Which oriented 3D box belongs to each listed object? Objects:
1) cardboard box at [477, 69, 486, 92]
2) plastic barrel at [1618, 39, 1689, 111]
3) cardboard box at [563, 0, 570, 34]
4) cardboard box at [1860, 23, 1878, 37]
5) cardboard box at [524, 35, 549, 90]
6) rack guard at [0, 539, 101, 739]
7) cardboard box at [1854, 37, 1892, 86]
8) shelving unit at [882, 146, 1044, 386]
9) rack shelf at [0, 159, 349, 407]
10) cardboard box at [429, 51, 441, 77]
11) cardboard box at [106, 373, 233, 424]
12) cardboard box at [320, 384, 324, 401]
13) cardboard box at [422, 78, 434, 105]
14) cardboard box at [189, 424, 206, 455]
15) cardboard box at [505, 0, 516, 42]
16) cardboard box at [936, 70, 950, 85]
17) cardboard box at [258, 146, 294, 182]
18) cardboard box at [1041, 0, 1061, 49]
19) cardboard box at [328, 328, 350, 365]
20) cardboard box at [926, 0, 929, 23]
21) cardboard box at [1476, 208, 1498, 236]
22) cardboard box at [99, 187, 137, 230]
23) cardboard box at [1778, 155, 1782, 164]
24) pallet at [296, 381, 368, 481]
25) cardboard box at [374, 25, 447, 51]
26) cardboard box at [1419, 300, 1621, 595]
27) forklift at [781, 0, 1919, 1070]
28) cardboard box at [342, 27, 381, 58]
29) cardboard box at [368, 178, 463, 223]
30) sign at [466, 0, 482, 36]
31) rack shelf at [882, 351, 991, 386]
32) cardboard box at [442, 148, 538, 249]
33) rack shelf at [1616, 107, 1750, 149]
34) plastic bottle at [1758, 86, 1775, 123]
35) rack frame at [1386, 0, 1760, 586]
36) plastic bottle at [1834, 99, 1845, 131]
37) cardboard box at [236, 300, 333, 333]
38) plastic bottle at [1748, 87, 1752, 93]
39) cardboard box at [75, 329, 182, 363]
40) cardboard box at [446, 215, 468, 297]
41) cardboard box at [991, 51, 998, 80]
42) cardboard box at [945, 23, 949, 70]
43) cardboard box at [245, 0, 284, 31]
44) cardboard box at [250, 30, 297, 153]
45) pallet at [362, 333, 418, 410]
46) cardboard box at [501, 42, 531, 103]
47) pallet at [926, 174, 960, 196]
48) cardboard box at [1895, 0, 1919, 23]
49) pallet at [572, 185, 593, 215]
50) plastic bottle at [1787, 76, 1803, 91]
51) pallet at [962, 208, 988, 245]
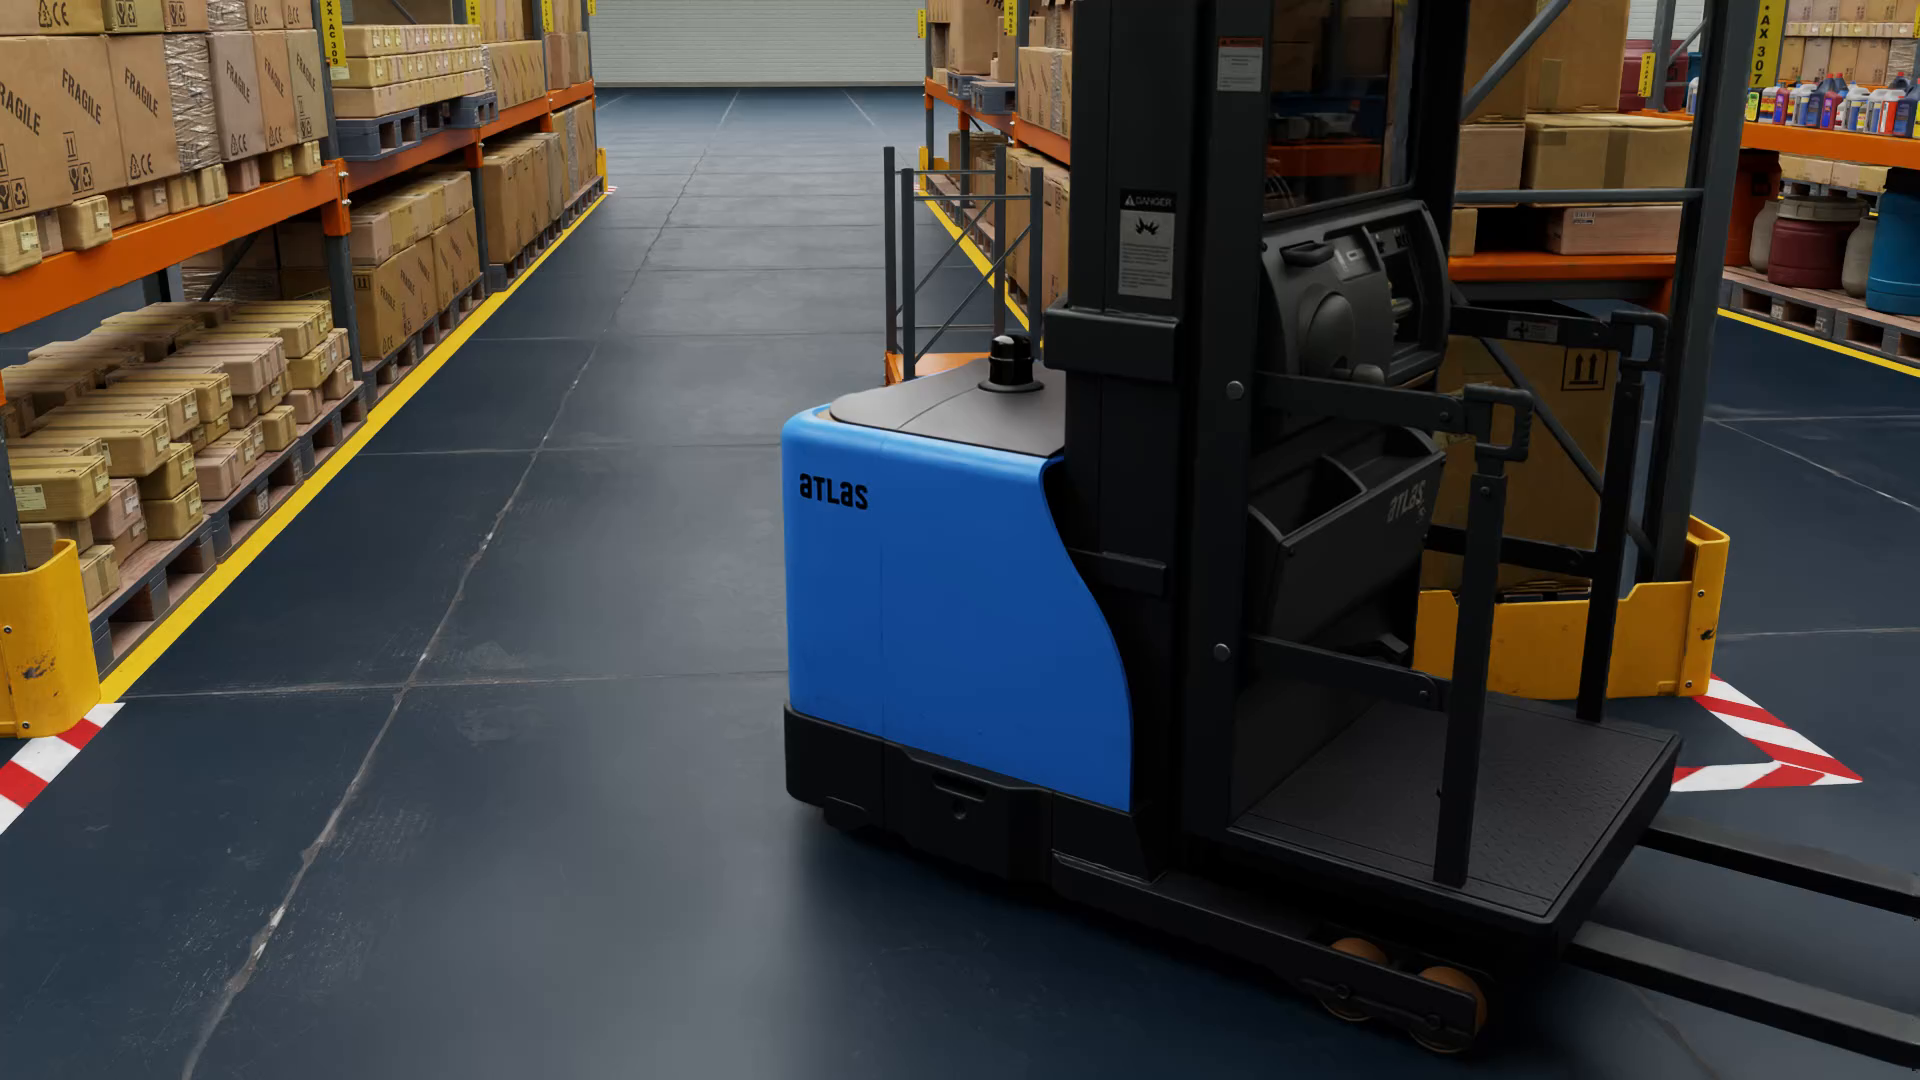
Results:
[{"bbox_3d":[-3.523,-3.199,11.576,0.380,0.149,0.250,-1,17,-5],"label":"cardboard box"},{"bbox_3d":[5.490,-3.721,13.294,0.600,0.536,0.708,-2,18,-6],"label":"plastic barrel"},{"bbox_3d":[-4.601,-5.623,17.528,0.875,0.550,0.500,-2,18,-6],"label":"cardboard box"},{"bbox_3d":[10.032,-5.532,18.040,0.380,0.149,0.250,-2,18,-6],"label":"cardboard box"},{"bbox_3d":[-4.494,-4.624,16.146,0.875,0.550,0.550,-2,18,-6],"label":"cardboard box"},{"bbox_3d":[-3.214,0.303,4.878,1.175,0.500,0.348,-2,18,-6],"label":"rack guard"},{"bbox_3d":[10.241,-5.207,18.089,0.700,0.500,0.500,-2,18,-6],"label":"cardboard box"},{"bbox_3d":[-0.008,-0.738,6.525,0.587,1.500,1.083,-2,18,-6],"label":"shelving unit"},{"bbox_3d":[-3.412,-1.120,6.438,1.077,0.370,4.000,-2,18,-6],"label":"rack shelf"},{"bbox_3d":[-3.365,-2.879,10.061,0.380,0.149,0.250,-2,18,-7],"label":"cardboard box"},{"bbox_3d":[-3.078,-0.549,6.485,0.380,0.149,0.250,-2,17,-5],"label":"cardboard box"},{"bbox_3d":[-3.296,-0.713,7.999,0.380,0.149,0.250,-1,17,-4],"label":"cardboard box"},{"bbox_3d":[-3.342,-2.660,9.860,0.380,0.149,0.250,-2,18,-7],"label":"cardboard box"},{"bbox_3d":[-3.200,-0.402,6.513,0.380,0.149,0.250,-1,17,-3],"label":"cardboard box"},{"bbox_3d":[-4.332,-4.666,14.697,0.700,0.500,0.500,-2,18,-7],"label":"cardboard box"},{"bbox_3d":[-0.062,-5.095,18.319,0.380,0.149,0.250,-2,18,-6],"label":"cardboard box"},{"bbox_3d":[-3.253,-1.706,7.524,0.380,0.149,0.250,-1,17,-3],"label":"cardboard box"},{"bbox_3d":[0.972,-3.682,11.555,0.797,0.503,0.637,-1,17,-4],"label":"cardboard box"},{"bbox_3d":[-3.270,-0.957,8.280,0.380,0.149,0.250,-1,17,-5],"label":"cardboard box"},{"bbox_3d":[-0.127,-6.252,19.250,0.500,0.500,0.500,-2,18,-6],"label":"cardboard box"},{"bbox_3d":[1.975,-1.139,5.717,0.380,0.149,0.250,-2,18,-7],"label":"cardboard box"},{"bbox_3d":[-3.122,-1.165,5.800,0.380,0.149,0.250,-2,18,-6],"label":"cardboard box"},{"bbox_3d":[9.882,-4.486,19.849,0.500,0.250,0.500,-2,18,-6],"label":"cardboard box"},{"bbox_3d":[-3.514,-0.530,8.012,1.003,0.211,1.213,-2,18,-6],"label":"pallet"},{"bbox_3d":[-3.394,-3.098,10.262,0.380,0.149,0.250,-1,17,-3],"label":"cardboard box"},{"bbox_3d":[1.592,-0.365,5.679,0.875,0.875,0.875,-2,18,-6],"label":"cardboard box"},{"bbox_3d":[1.042,-0.541,3.506,3.031,2.935,1.130,12,21,33],"label":"forklift"},{"bbox_3d":[-3.202,-2.555,8.533,0.380,0.149,0.250,-1,17,-3],"label":"cardboard box"},{"bbox_3d":[-3.637,-2.271,11.122,0.500,0.250,0.500,-2,17,-5],"label":"cardboard box"},{"bbox_3d":[-3.492,-3.785,11.925,0.100,0.325,0.005,-2,18,-6],"label":"sign"},{"bbox_3d":[-0.009,-0.569,6.587,0.538,0.185,1.000,-2,18,-6],"label":"rack shelf"},{"bbox_3d":[-4.098,-2.822,13.714,1.050,0.750,0.750,-2,17,-5],"label":"cardboard box"},{"bbox_3d":[5.633,-3.780,14.909,1.077,0.370,4.000,-2,18,-6],"label":"rack shelf"},{"bbox_3d":[5.632,-3.045,11.583,0.097,0.271,0.097,0,17,0],"label":"plastic bottle"},{"bbox_3d":[1.738,-0.990,4.824,1.000,3.000,0.127,-2,18,-6],"label":"rack frame"},{"bbox_3d":[5.723,-2.750,10.760,0.097,0.201,0.097,0,17,0],"label":"plastic bottle"},{"bbox_3d":[-3.323,-1.085,8.191,0.380,0.149,0.250,-1,17,-4],"label":"cardboard box"},{"bbox_3d":[5.655,-3.155,11.934,0.097,0.271,0.097,0,17,0],"label":"plastic bottle"},{"bbox_3d":[-3.695,-0.839,7.408,0.380,0.149,0.250,-2,18,-7],"label":"cardboard box"},{"bbox_3d":[-3.654,-1.916,11.244,0.500,0.500,0.500,-1,17,-3],"label":"cardboard box"},{"bbox_3d":[0.472,-3.999,13.929,0.396,0.266,0.258,-2,18,-7],"label":"cardboard box"},{"bbox_3d":[0.296,-5.487,18.482,0.875,0.500,0.500,-2,18,-6],"label":"cardboard box"},{"bbox_3d":[-3.243,-2.440,7.109,0.500,0.500,0.500,-2,18,-7],"label":"cardboard box"},{"bbox_3d":[-3.235,-1.959,7.244,0.500,0.500,0.500,-2,18,-7],"label":"cardboard box"},{"bbox_3d":[-3.700,-0.961,9.384,1.003,0.211,1.213,-2,18,-6],"label":"pallet"},{"bbox_3d":[-4.020,-4.042,14.377,0.500,0.500,0.500,-2,17,-5],"label":"cardboard box"},{"bbox_3d":[0.144,-4.161,19.579,1.003,0.211,1.213,-2,18,-6],"label":"pallet"},{"bbox_3d":[10.302,-5.669,17.395,0.700,0.500,0.500,-2,18,-5],"label":"cardboard box"},{"bbox_3d":[-4.573,-3.705,18.127,1.003,0.211,1.213,-2,18,-6],"label":"pallet"},{"bbox_3d":[6.305,-3.364,12.579,0.061,0.283,0.133,-2,18,-6],"label":"plastic bottle"},{"bbox_3d":[0.582,-3.003,15.891,1.003,0.211,1.213,-2,18,-6],"label":"pallet"}]
